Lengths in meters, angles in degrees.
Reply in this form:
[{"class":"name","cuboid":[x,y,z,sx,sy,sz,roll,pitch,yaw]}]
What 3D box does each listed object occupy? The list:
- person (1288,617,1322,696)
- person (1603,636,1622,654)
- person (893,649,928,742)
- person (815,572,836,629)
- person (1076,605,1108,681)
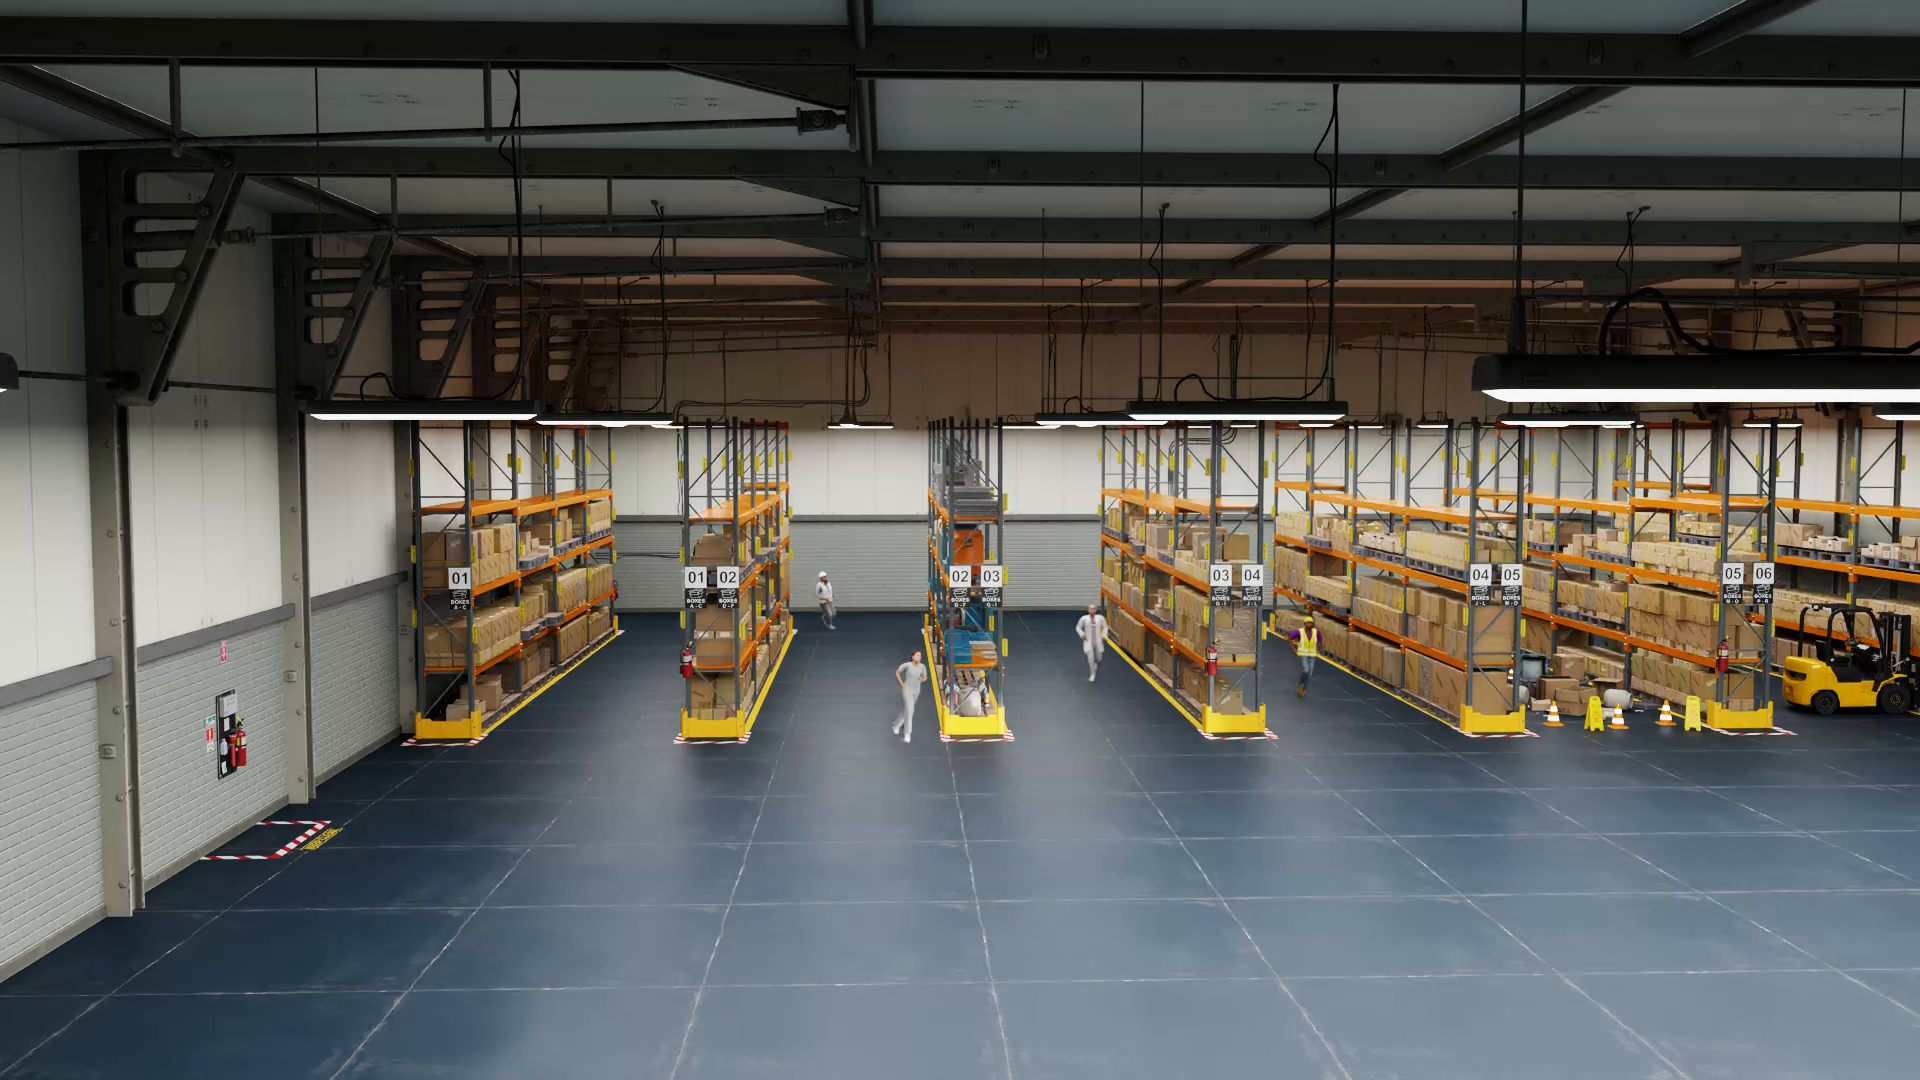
[{"class":"person","cuboid":[7.485,2.503,35.860,0.689,1.721,0.694,-1,4,-12]},{"class":"person","cuboid":[16.419,2.113,41.818,0.695,1.783,0.667,0,4,0]},{"class":"person","cuboid":[-0.936,2.881,31.175,0.640,1.691,0.792,-2,4,-34]},{"class":"person","cuboid":[-3.925,1.751,48.031,0.592,1.684,0.715,3,5,39]},{"class":"person","cuboid":[3.054,2.360,38.464,0.741,1.733,0.709,0,4,-6]}]
